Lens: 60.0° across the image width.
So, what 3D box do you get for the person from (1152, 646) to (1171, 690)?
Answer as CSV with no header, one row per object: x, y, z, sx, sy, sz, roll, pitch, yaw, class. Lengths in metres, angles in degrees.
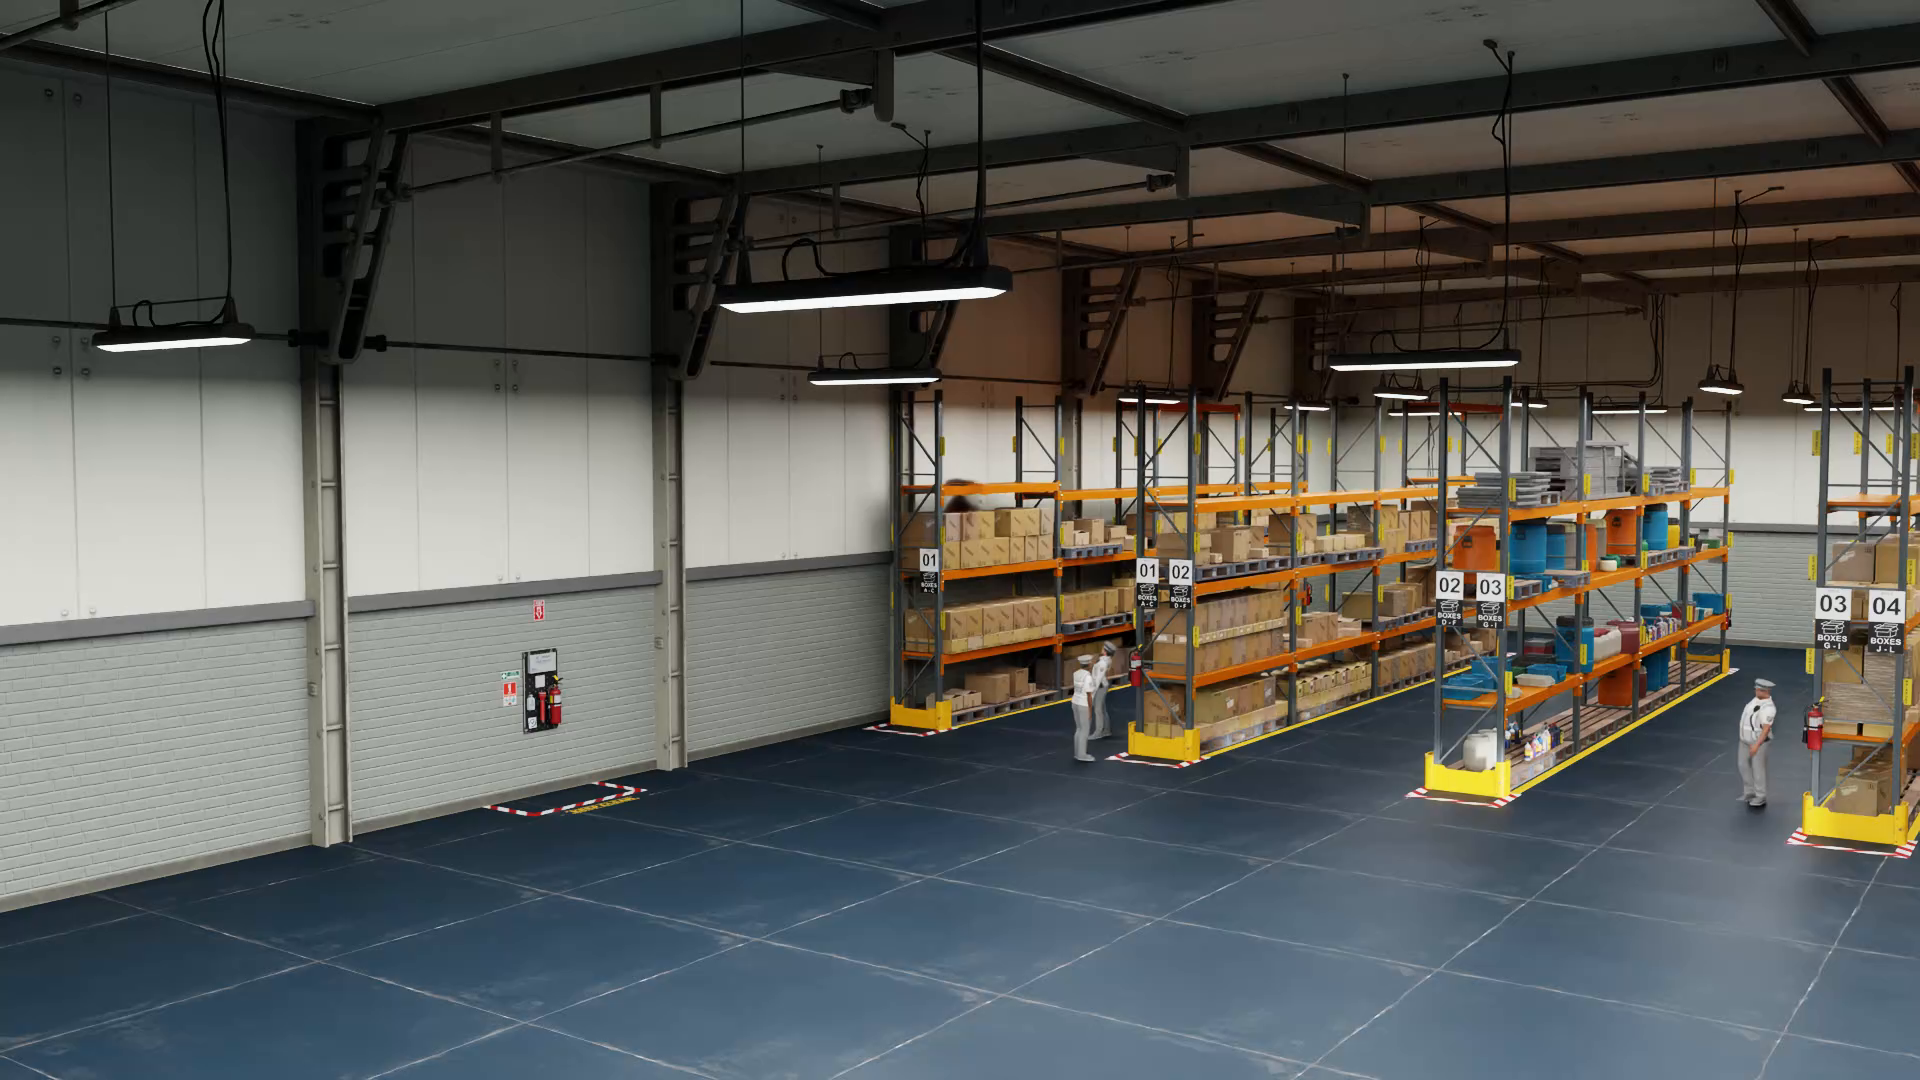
3.947,2.396,31.381,0.704,1.671,0.903,1,3,23,person

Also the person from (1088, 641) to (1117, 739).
2.419,2.568,28.572,0.549,1.695,0.510,0,3,-6,person

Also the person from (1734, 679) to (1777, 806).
11.111,2.837,23.278,0.479,1.806,0.650,-1,3,-13,person

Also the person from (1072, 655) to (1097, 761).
1.974,2.665,26.437,0.349,1.683,0.450,-1,4,-25,person
